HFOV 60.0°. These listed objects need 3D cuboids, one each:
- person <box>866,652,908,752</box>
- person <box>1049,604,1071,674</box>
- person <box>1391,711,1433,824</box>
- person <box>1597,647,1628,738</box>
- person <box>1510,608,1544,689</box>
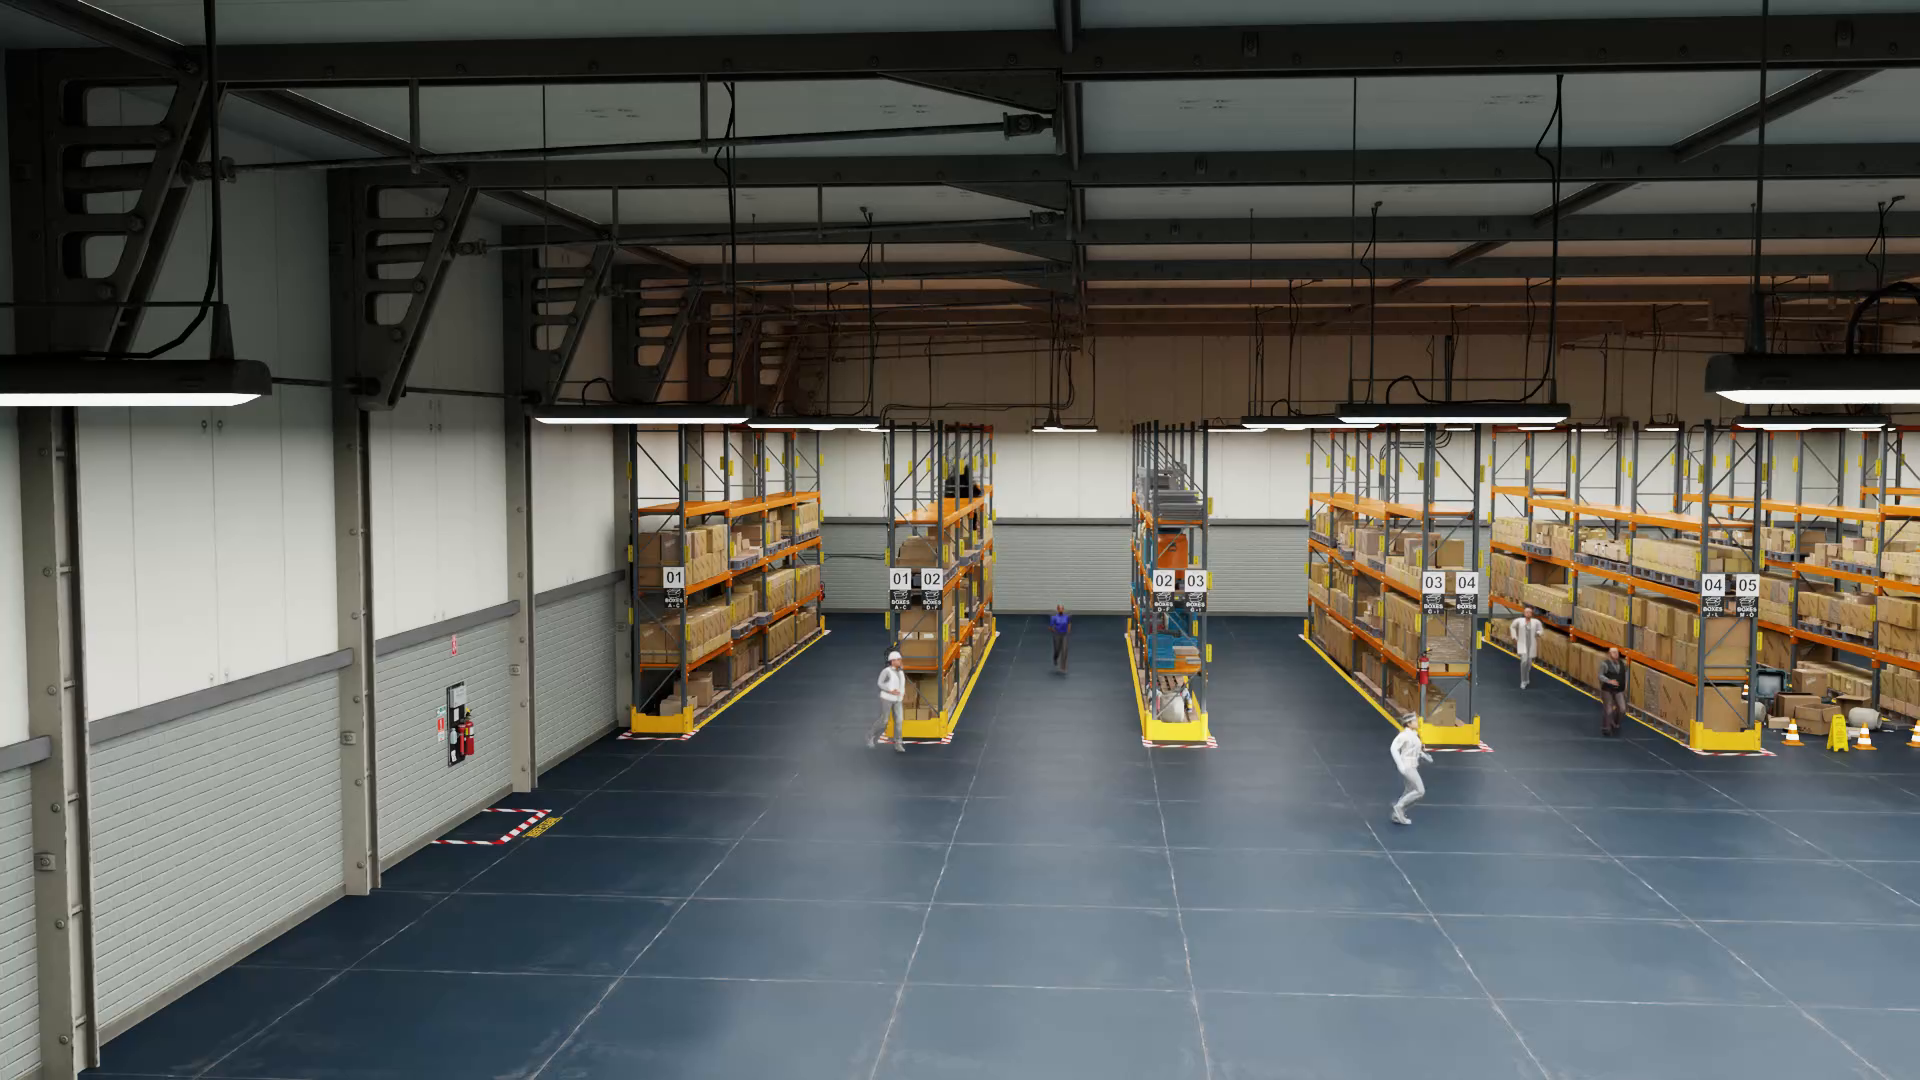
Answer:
[{"bbox_3d":[-1.200,2.908,30.199,0.724,1.756,0.916,-4,5,-45],"label":"person"},{"bbox_3d":[2.426,2.370,40.098,0.579,1.649,0.851,-1,4,-9],"label":"person"},{"bbox_3d":[6.638,3.340,24.426,0.567,1.661,0.623,2,4,26],"label":"person"},{"bbox_3d":[12.376,2.886,31.428,0.671,1.714,0.670,0,4,-1],"label":"person"},{"bbox_3d":[12.903,2.456,37.809,0.689,1.848,0.848,0,4,6],"label":"person"}]
